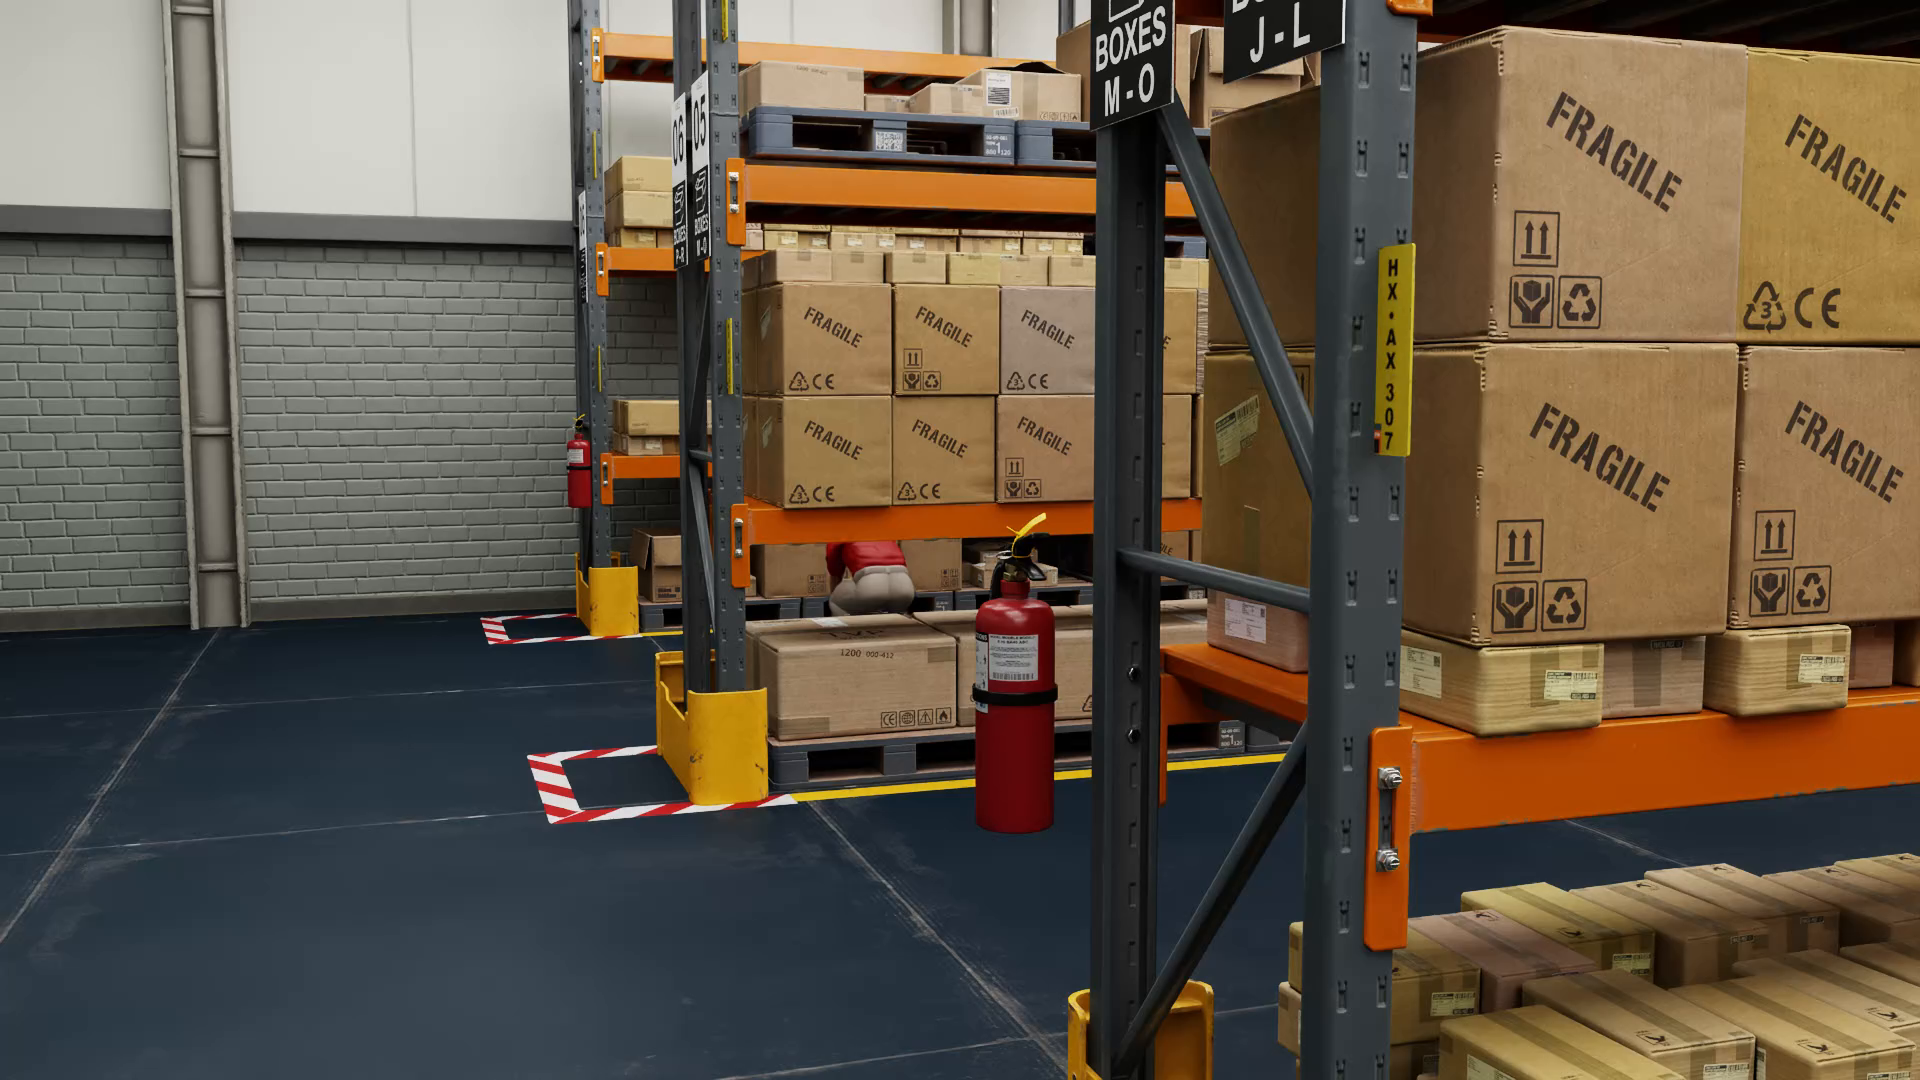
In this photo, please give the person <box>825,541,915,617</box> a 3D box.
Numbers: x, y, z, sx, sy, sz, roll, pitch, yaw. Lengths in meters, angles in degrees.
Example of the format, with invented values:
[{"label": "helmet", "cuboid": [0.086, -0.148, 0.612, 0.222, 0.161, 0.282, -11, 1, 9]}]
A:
[{"label": "person", "cuboid": [-0.627, 0.285, 11.359, 0.535, 0.988, 0.886, -2, 6, -20]}]
